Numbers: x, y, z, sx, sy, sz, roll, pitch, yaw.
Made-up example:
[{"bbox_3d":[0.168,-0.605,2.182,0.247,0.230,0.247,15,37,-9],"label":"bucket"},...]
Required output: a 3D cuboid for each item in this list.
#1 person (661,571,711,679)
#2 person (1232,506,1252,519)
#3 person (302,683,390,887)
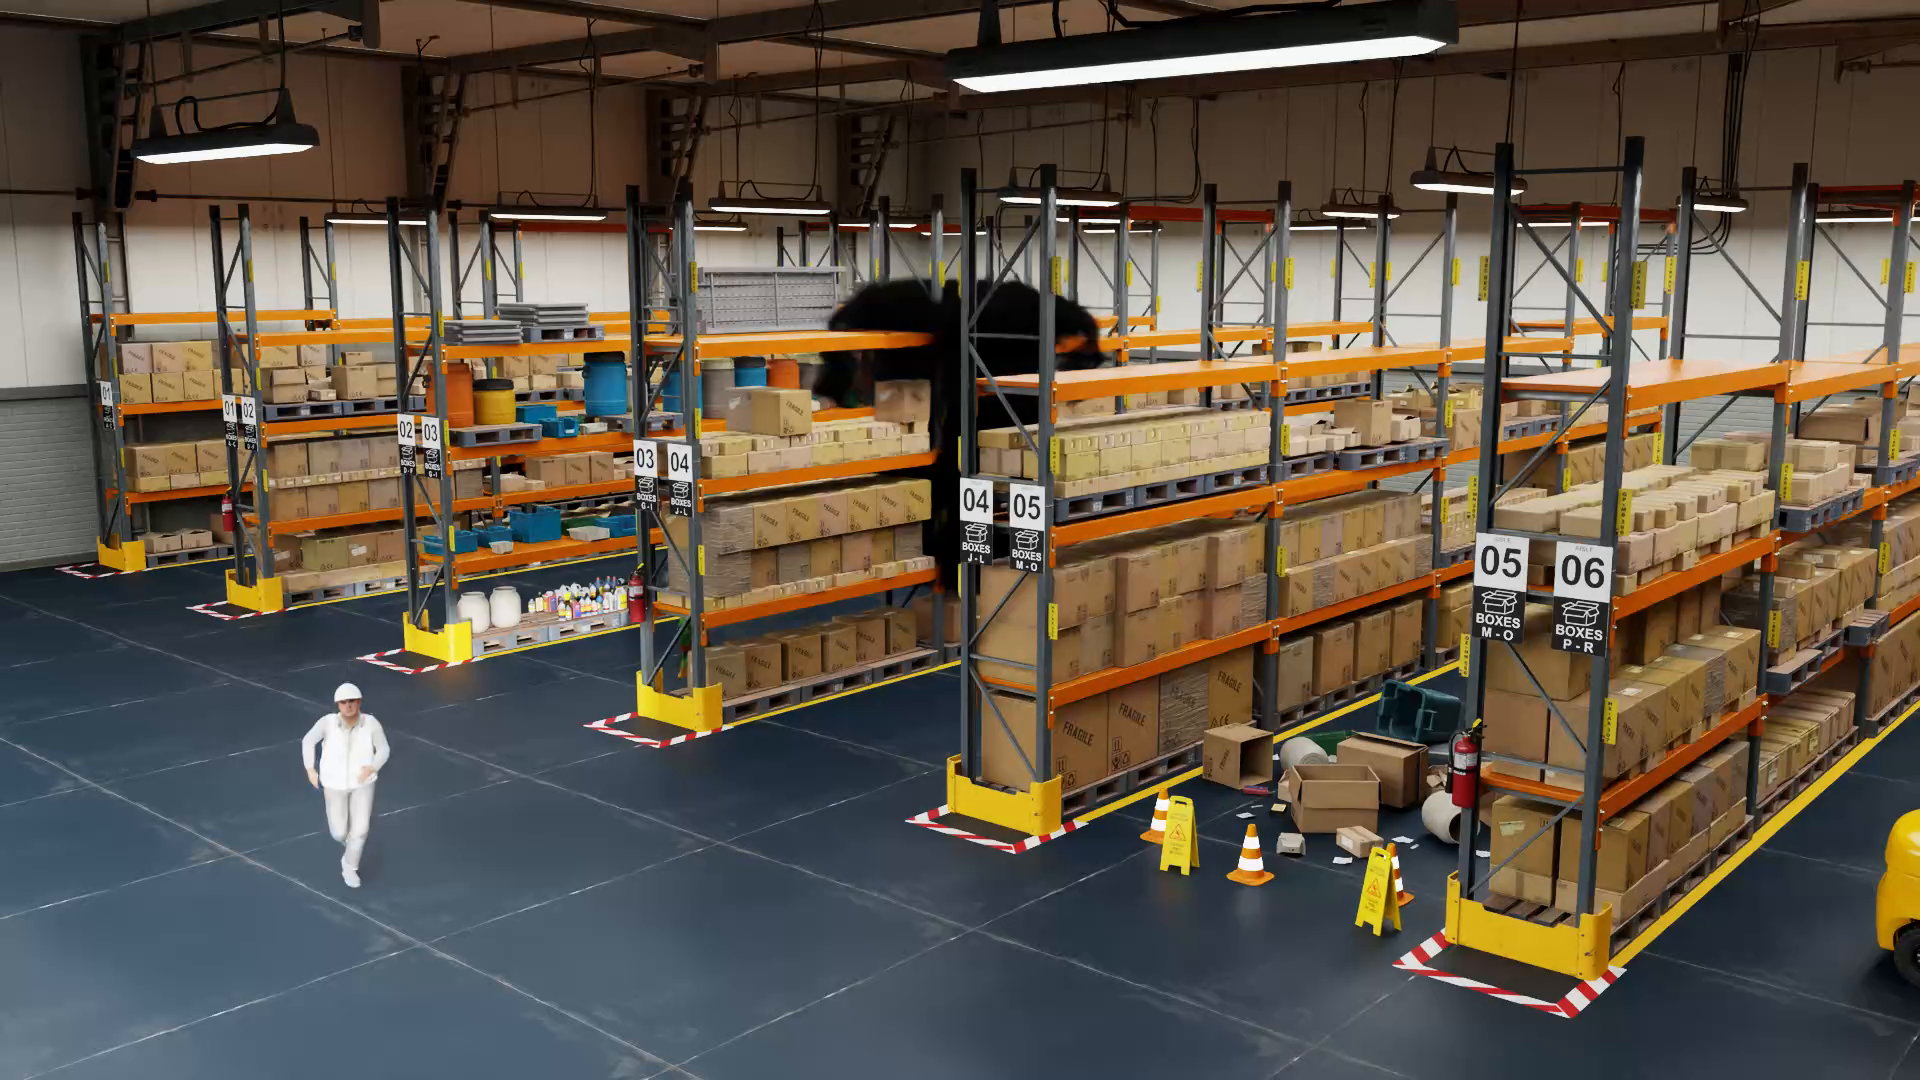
[{"bbox_3d":[-3.437,0.805,21.103,0.616,1.851,0.791,6,11,34],"label":"person"},{"bbox_3d":[4.295,0.242,24.788,0.749,1.701,0.654,-7,12,-38],"label":"person"},{"bbox_3d":[-5.142,2.036,13.983,0.692,1.731,0.685,-3,10,-19],"label":"person"}]
